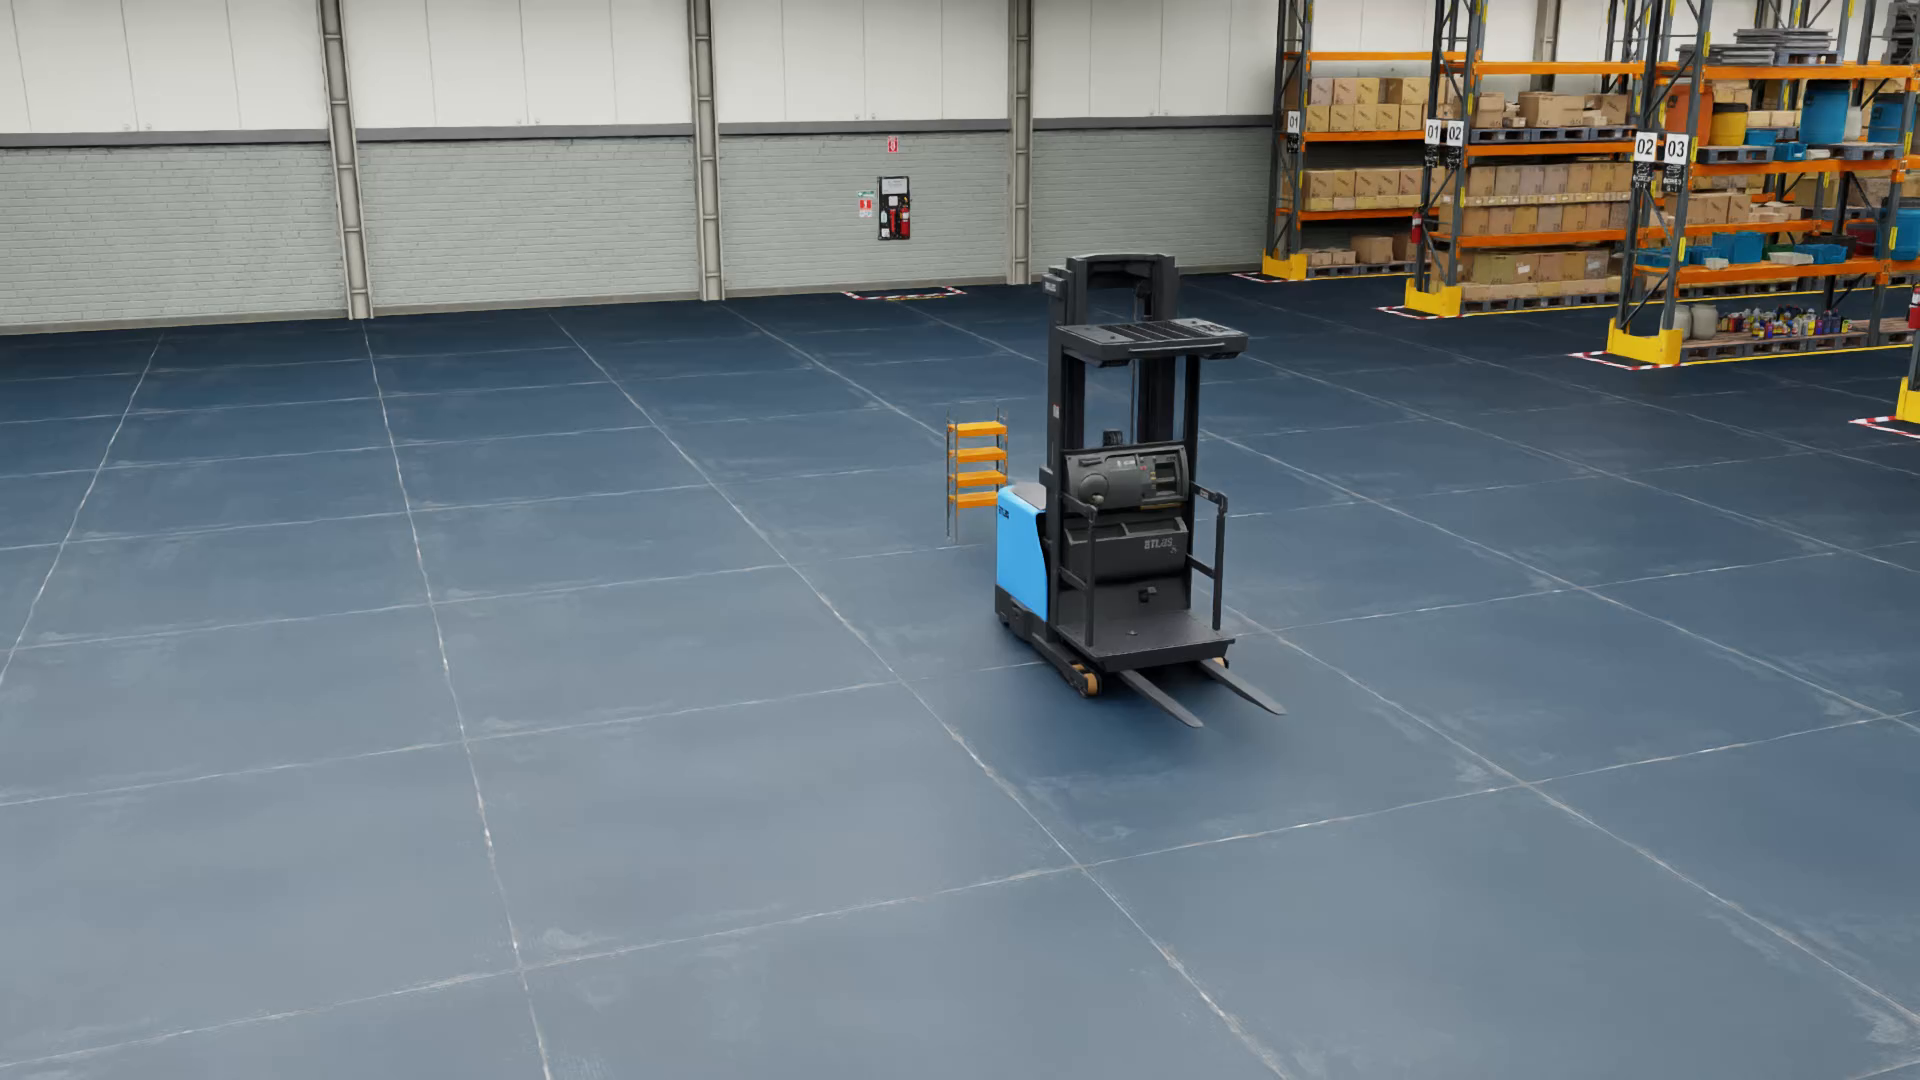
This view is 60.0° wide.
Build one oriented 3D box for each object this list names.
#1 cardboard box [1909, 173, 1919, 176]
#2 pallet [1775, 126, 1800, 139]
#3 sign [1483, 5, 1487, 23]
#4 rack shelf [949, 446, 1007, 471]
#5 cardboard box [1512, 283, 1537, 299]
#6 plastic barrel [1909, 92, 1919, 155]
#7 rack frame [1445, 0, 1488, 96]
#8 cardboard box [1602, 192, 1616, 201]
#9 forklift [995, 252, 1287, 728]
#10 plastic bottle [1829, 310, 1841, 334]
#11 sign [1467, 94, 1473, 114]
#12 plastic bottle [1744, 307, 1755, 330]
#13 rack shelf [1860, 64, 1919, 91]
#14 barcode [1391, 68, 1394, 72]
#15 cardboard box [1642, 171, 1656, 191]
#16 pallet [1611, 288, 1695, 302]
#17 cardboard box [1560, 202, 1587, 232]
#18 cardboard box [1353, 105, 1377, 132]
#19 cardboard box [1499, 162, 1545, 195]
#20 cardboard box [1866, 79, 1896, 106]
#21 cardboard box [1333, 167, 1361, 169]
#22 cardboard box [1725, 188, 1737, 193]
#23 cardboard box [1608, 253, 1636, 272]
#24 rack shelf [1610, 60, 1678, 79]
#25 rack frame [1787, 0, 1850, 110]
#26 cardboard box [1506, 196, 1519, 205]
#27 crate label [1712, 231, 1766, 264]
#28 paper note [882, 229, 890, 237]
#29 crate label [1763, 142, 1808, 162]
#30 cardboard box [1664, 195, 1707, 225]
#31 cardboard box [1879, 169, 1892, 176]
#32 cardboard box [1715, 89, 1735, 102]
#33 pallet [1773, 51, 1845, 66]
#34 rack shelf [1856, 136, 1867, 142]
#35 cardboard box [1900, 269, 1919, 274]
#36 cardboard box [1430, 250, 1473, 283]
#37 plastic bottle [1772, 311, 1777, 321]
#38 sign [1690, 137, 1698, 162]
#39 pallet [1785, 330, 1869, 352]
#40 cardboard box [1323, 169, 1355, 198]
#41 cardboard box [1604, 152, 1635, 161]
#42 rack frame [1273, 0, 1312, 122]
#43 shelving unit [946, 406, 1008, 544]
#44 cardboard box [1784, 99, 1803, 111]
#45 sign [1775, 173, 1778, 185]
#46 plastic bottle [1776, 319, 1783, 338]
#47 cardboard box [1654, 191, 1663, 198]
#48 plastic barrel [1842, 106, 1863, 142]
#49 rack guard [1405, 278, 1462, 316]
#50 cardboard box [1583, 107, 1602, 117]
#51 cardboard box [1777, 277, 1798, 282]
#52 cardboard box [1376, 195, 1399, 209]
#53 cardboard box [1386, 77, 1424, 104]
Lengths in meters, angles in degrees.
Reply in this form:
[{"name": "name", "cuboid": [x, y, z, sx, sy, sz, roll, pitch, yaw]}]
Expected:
[{"name": "cardboard box", "cuboid": [18.846, -6.864, 32.376, 0.500, 0.500, 0.700, -14, 21, -39]}, {"name": "pallet", "cuboid": [15.031, -7.456, 30.329, 1.003, 0.211, 1.213, -5, 17, -18]}, {"name": "sign", "cuboid": [10.299, -10.319, 32.621, 0.005, 0.325, 0.100, -6, 17, -20]}, {"name": "rack shelf", "cuboid": [0.155, -0.742, 15.094, 0.480, 0.148, 0.258, -6, 17, -20]}, {"name": "cardboard box", "cuboid": [9.676, -4.373, 28.951, 0.500, 0.250, 0.500, -6, 17, -20]}, {"name": "plastic barrel", "cuboid": [14.675, -6.347, 25.326, 0.600, 0.901, 0.600, 0, 16, 0]}, {"name": "rack frame", "cuboid": [10.122, -9.978, 33.257, 0.127, 3.000, 1.000, -6, 17, -20]}, {"name": "cardboard box", "cuboid": [11.245, -6.020, 29.099, 0.250, 0.149, 0.380, -7, 18, -22]}, {"name": "forklift", "cuboid": [1.262, -0.447, 11.571, 1.130, 2.935, 3.031, -6, 17, -19]}, {"name": "plastic bottle", "cuboid": [13.168, -3.292, 25.058, 0.185, 0.351, 0.144, -7, 18, -22]}, {"name": "sign", "cuboid": [8.356, -7.143, 27.235, 0.005, 0.325, 0.100, -6, 17, -20]}, {"name": "plastic bottle", "cuboid": [12.018, -3.380, 25.357, 0.185, 0.351, 0.144, -5, 17, -18]}, {"name": "rack shelf", "cuboid": [15.534, -7.036, 25.225, 4.000, 0.370, 1.077, -6, 17, -20]}, {"name": "barcode", "cuboid": [8.670, -9.423, 33.320, 0.075, 0.075, 0.001, -6, 17, -20]}, {"name": "cardboard box", "cuboid": [14.402, -7.685, 35.354, 0.500, 0.500, 0.500, -6, 17, -18]}, {"name": "pallet", "cuboid": [12.572, -4.543, 30.346, 1.213, 0.211, 1.003, -6, 17, -20]}, {"name": "cardboard box", "cuboid": [10.526, -5.694, 29.137, 0.500, 0.500, 0.700, -6, 17, -19]}, {"name": "cardboard box", "cuboid": [7.786, -8.259, 32.514, 0.500, 0.500, 0.500, -5, 17, -18]}, {"name": "cardboard box", "cuboid": [9.612, -6.218, 28.621, 0.500, 0.500, 0.700, -6, 17, -20]}, {"name": "cardboard box", "cuboid": [16.995, -8.312, 30.955, 0.500, 0.500, 0.500, -6, 17, -20]}, {"name": "cardboard box", "cuboid": [7.706, -7.198, 33.339, 0.500, 0.500, 0.500, -7, 18, -22]}, {"name": "cardboard box", "cuboid": [16.667, -7.598, 36.212, 0.250, 0.149, 0.380, -6, 17, -20]}, {"name": "cardboard box", "cuboid": [12.173, -5.064, 30.310, 0.500, 0.311, 0.500, -6, 17, -20]}, {"name": "rack shelf", "cuboid": [15.724, -10.046, 35.474, 4.000, 0.370, 1.077, -6, 17, -20]}, {"name": "rack frame", "cuboid": [15.633, -9.078, 30.193, 0.127, 3.000, 1.000, -6, 17, -20]}, {"name": "cardboard box", "cuboid": [9.322, -5.812, 28.390, 0.250, 0.149, 0.380, -6, 18, -21]}, {"name": "crate label", "cuboid": [11.553, -4.363, 24.722, 0.616, 0.435, 0.502, -6, 17, -20]}, {"name": "paper note", "cuboid": [-1.383, -5.728, 30.995, 0.142, 0.148, 0.016, -6, 17, -20]}, {"name": "crate label", "cuboid": [11.798, -5.559, 23.797, 0.408, 0.251, 0.502, -6, 17, -20]}, {"name": "cardboard box", "cuboid": [13.113, -5.971, 30.081, 0.500, 0.500, 0.500, -5, 17, -16]}, {"name": "cardboard box", "cuboid": [20.855, -8.399, 37.996, 0.700, 0.700, 0.980, -5, 17, -18]}, {"name": "cardboard box", "cuboid": [16.234, -9.471, 35.897, 0.500, 0.500, 0.700, -7, 18, -21]}, {"name": "pallet", "cuboid": [11.766, -6.874, 23.733, 1.213, 0.211, 1.003, -6, 17, -20]}, {"name": "rack shelf", "cuboid": [17.501, -7.495, 31.404, 4.000, 0.370, 1.077, -6, 17, -20]}, {"name": "cardboard box", "cuboid": [18.077, -5.391, 31.942, 0.500, 0.500, 0.500, -6, 17, -19]}, {"name": "cardboard box", "cuboid": [8.557, -4.767, 28.965, 0.500, 0.500, 0.500, -6, 17, -20]}, {"name": "plastic bottle", "cuboid": [12.464, -3.379, 25.494, 0.097, 0.271, 0.097, 0, 16, 0]}, {"name": "sign", "cuboid": [10.124, -5.388, 22.934, 0.005, 0.325, 0.100, -6, 17, -20]}, {"name": "pallet", "cuboid": [13.025, -3.098, 25.425, 1.213, 0.211, 1.003, -6, 17, -20]}, {"name": "cardboard box", "cuboid": [7.405, -7.010, 32.697, 0.500, 0.500, 0.500, -6, 17, -20]}, {"name": "cardboard box", "cuboid": [14.188, -8.177, 35.699, 0.500, 0.250, 0.500, -6, 17, -19]}, {"name": "rack frame", "cuboid": [6.387, -9.575, 31.883, 0.127, 3.000, 1.000, -6, 17, -20]}, {"name": "shelving unit", "cuboid": [0.155, -0.592, 15.138, 0.503, 1.200, 0.258, -6, 17, -20]}, {"name": "cardboard box", "cuboid": [18.332, -9.523, 36.375, 0.500, 0.250, 0.500, -6, 17, -20]}, {"name": "sign", "cuboid": [15.430, -6.859, 31.369, 0.005, 0.325, 0.100, -6, 17, -20]}, {"name": "plastic bottle", "cuboid": [12.150, -3.137, 24.670, 0.097, 0.271, 0.097, 0, 16, 0]}, {"name": "cardboard box", "cuboid": [14.764, -7.392, 35.507, 0.250, 0.149, 0.380, -6, 17, -18]}, {"name": "plastic barrel", "cuboid": [13.194, -6.195, 24.756, 0.421, 0.512, 0.421, 0, 16, 0]}, {"name": "rack guard", "cuboid": [8.140, -4.191, 28.636, 0.348, 0.500, 1.175, -6, 17, -20]}, {"name": "cardboard box", "cuboid": [10.829, -7.426, 29.054, 0.500, 0.311, 0.500, -7, 18, -23]}, {"name": "cardboard box", "cuboid": [15.229, -4.965, 30.967, 0.500, 0.250, 0.500, -6, 17, -19]}, {"name": "cardboard box", "cuboid": [8.386, -6.756, 33.162, 0.500, 0.250, 0.500, -6, 17, -20]}, {"name": "cardboard box", "cuboid": [8.759, -8.841, 32.720, 0.500, 0.500, 0.500, -7, 18, -22]}]
